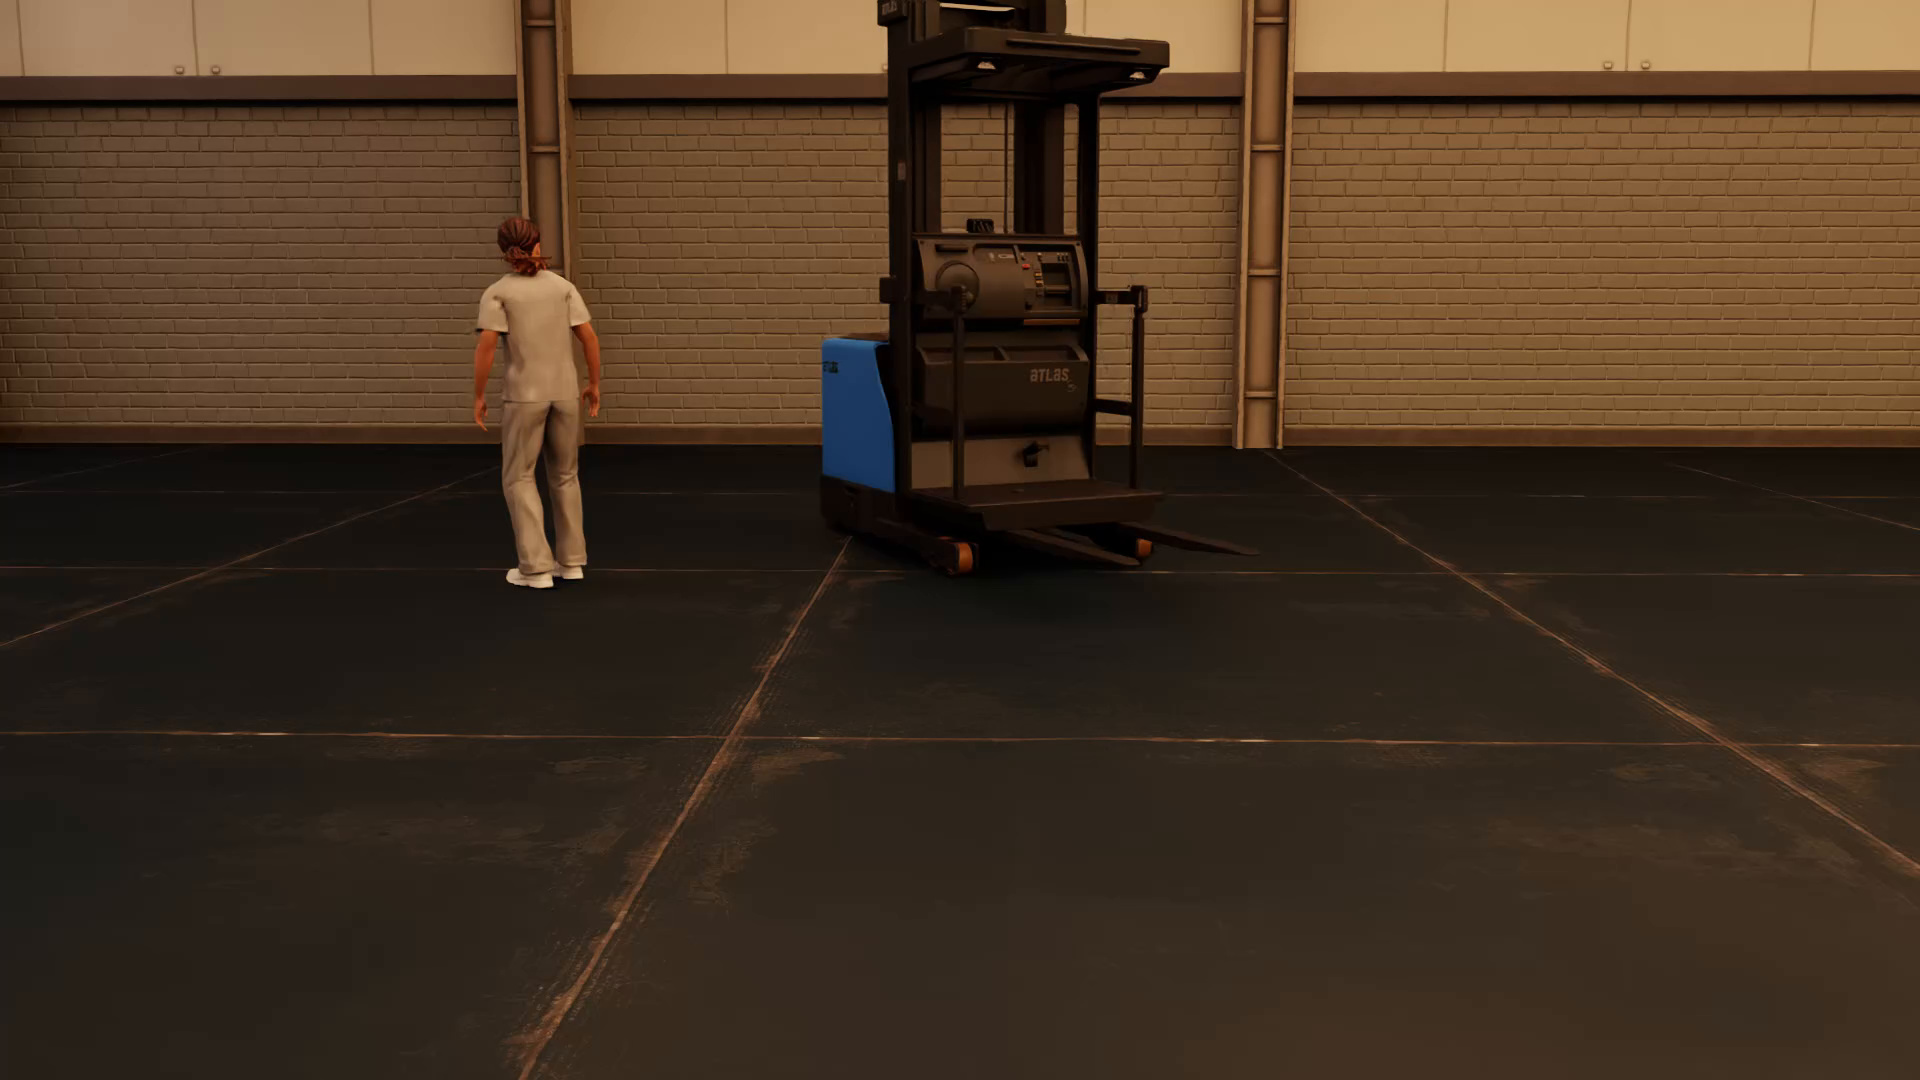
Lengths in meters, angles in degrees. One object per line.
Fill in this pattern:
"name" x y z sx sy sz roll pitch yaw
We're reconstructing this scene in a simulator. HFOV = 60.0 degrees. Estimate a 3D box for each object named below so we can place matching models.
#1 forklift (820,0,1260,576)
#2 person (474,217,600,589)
"forklift" 0.316 -1.353 8.152 1.130 2.935 3.031 -4 10 -26
"person" -1.942 -0.627 7.600 0.599 1.664 0.429 -6 11 -35
